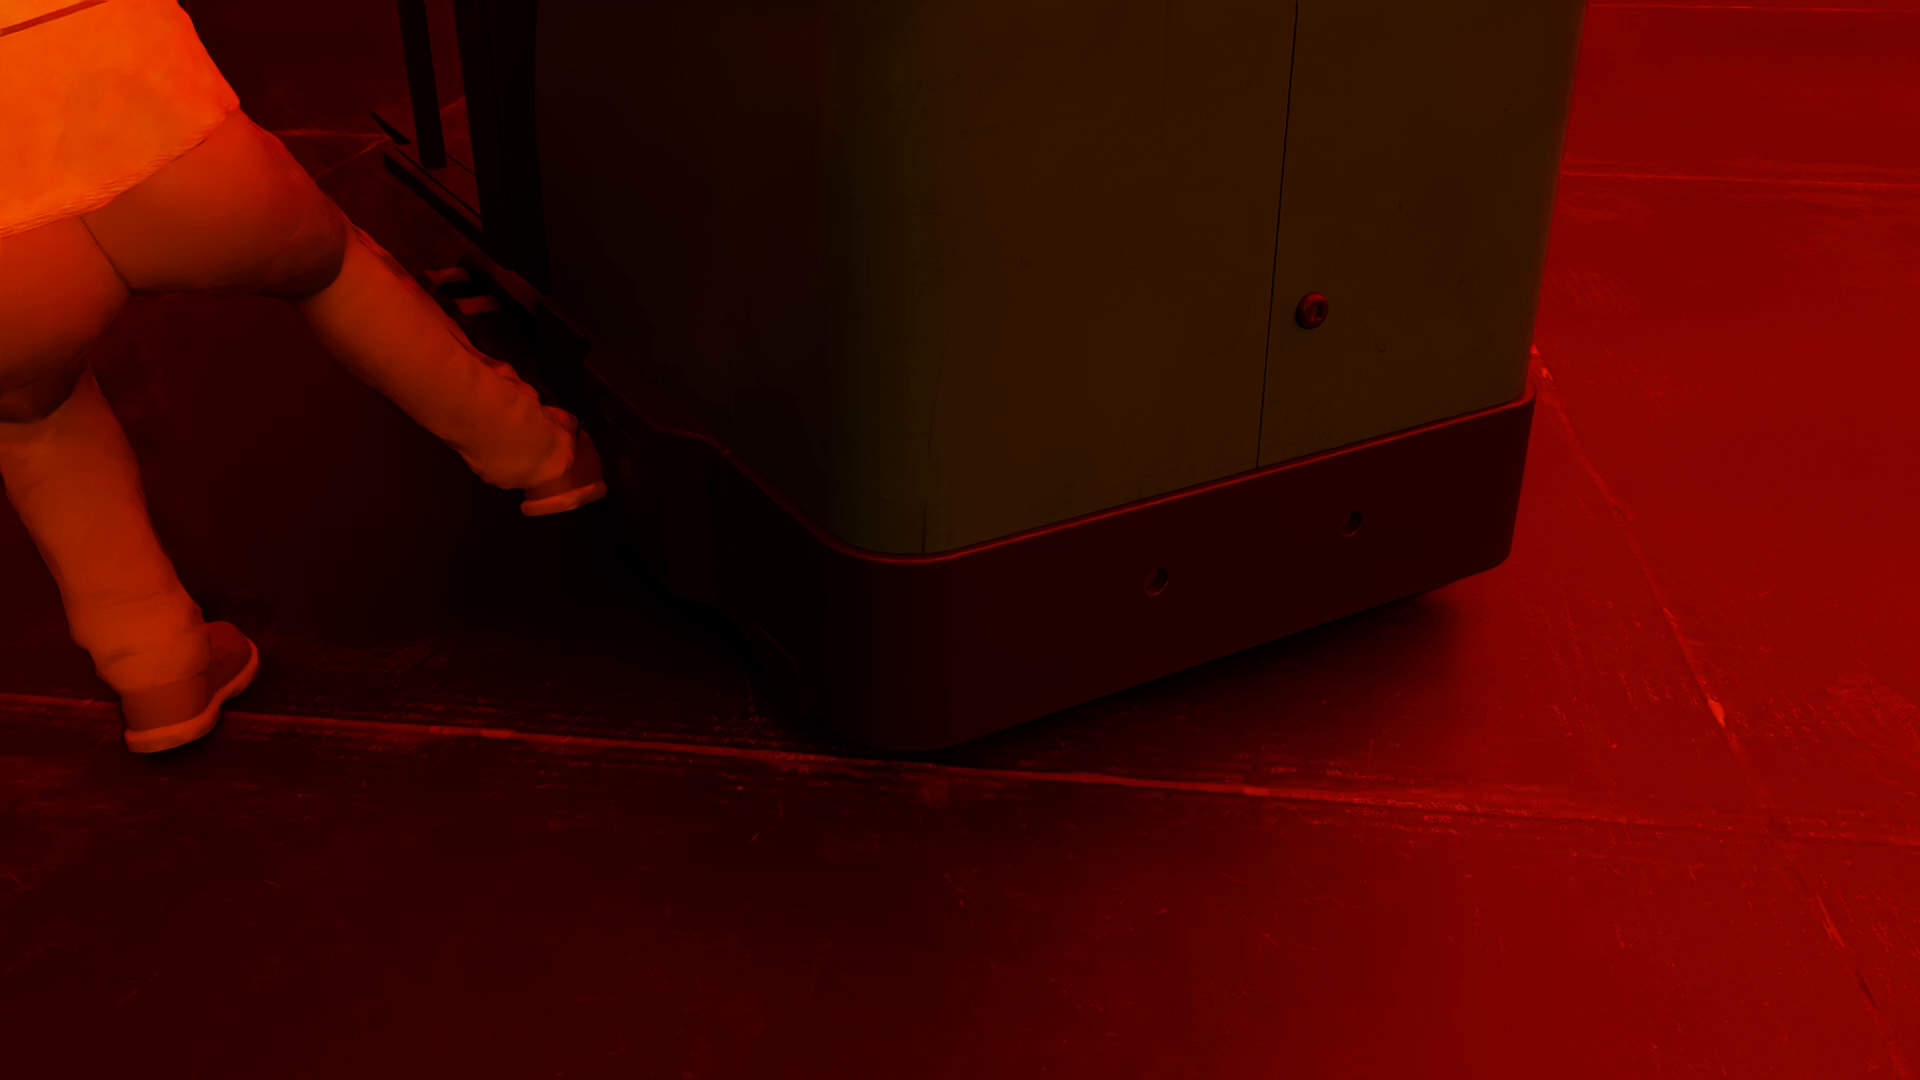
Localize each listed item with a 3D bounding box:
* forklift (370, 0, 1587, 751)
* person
[{"bbox_3d":[-0.414,-1.693,2.610,1.130,2.935,3.031,-15,30,-27],"label":"forklift"},{"bbox_3d":[-1.003,-0.491,1.887,1.358,1.423,0.833,-20,33,-34],"label":"person"}]
